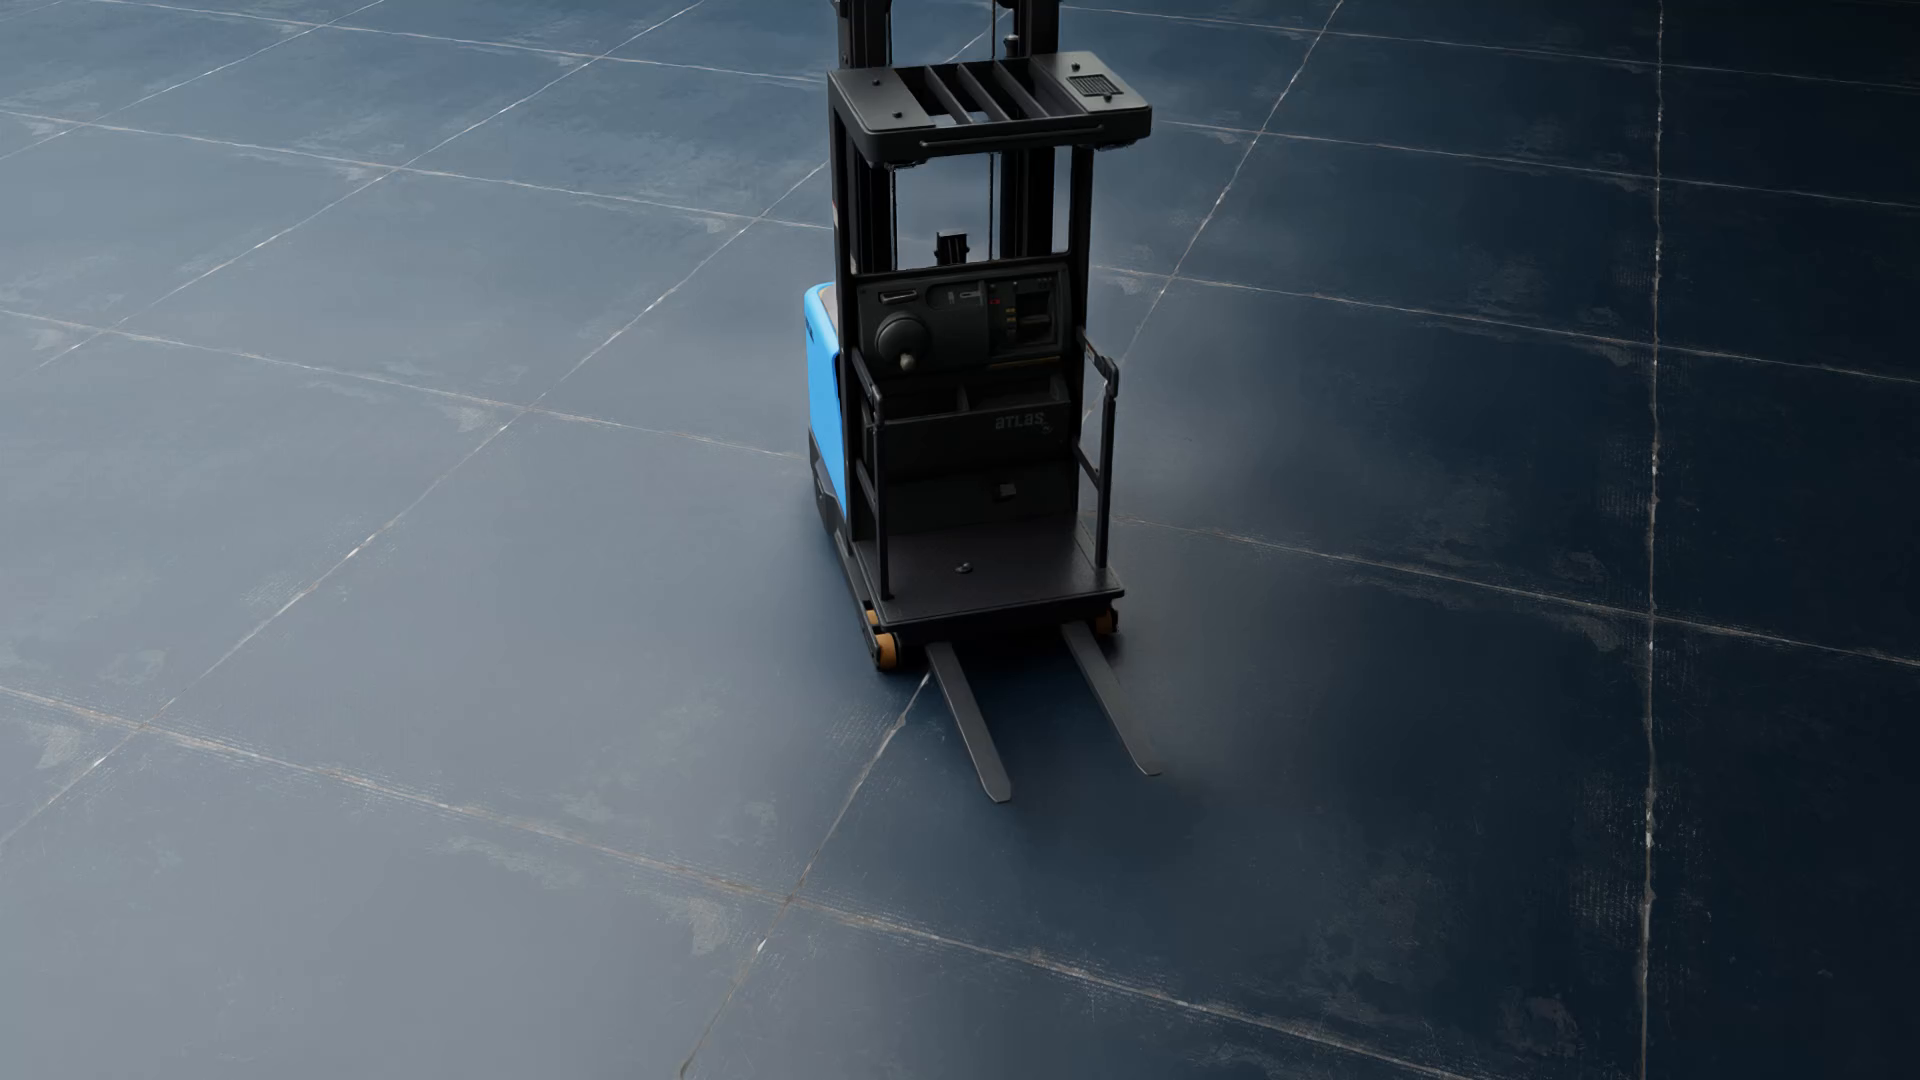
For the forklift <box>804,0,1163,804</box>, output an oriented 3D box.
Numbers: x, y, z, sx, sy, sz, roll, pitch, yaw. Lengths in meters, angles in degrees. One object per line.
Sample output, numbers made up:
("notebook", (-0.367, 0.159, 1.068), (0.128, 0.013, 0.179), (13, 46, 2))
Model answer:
("forklift", (0.080, -0.889, 6.924), (1.130, 2.935, 3.031), (-8, 34, -12))
